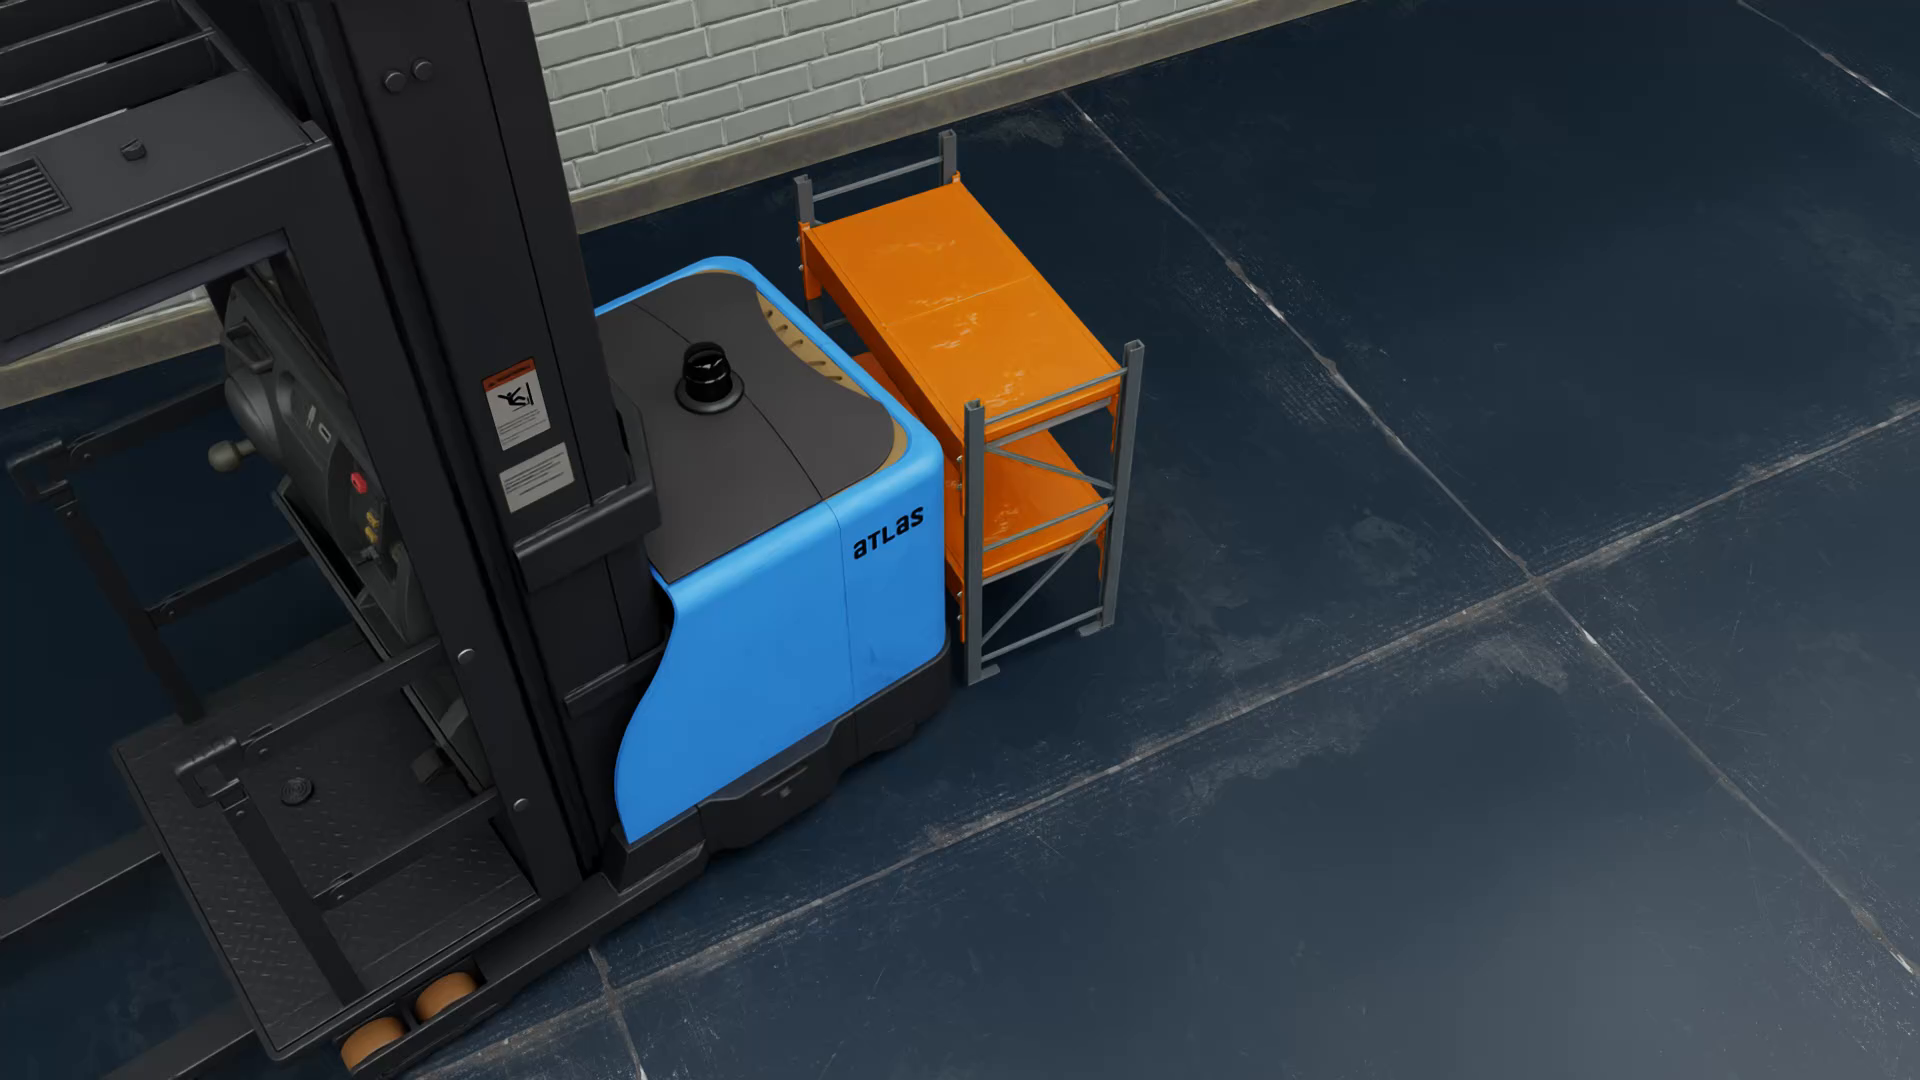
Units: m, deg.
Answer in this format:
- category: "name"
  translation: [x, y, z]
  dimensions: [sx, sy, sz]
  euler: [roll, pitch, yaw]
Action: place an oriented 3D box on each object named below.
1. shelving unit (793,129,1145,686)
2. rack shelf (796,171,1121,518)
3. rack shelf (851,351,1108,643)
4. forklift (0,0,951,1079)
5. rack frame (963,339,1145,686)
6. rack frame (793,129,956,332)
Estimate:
- category: "shelving unit"
  translation: [0.000, -0.378, 4.833]
  dimensions: [0.538, 1.125, 1.048]
  euler: [-22, 52, -18]
- category: "rack shelf"
  translation: [0.000, -0.571, 4.613]
  dimensions: [0.538, 0.278, 1.000]
  euler: [-22, 52, -18]
- category: "rack shelf"
  translation: [0.000, -0.217, 5.017]
  dimensions: [0.538, 0.278, 1.000]
  euler: [-22, 52, -18]
- category: "forklift"
  translation: [-1.501, -0.091, 3.383]
  dimensions: [3.031, 2.935, 1.130]
  euler: [-30, 55, -24]
- category: "rack frame"
  translation: [0.237, -0.040, 4.537]
  dimensions: [0.500, 1.125, 0.032]
  euler: [-22, 52, -18]
- category: "rack frame"
  translation: [-0.238, -0.716, 5.129]
  dimensions: [0.500, 1.125, 0.032]
  euler: [-22, 52, -18]
